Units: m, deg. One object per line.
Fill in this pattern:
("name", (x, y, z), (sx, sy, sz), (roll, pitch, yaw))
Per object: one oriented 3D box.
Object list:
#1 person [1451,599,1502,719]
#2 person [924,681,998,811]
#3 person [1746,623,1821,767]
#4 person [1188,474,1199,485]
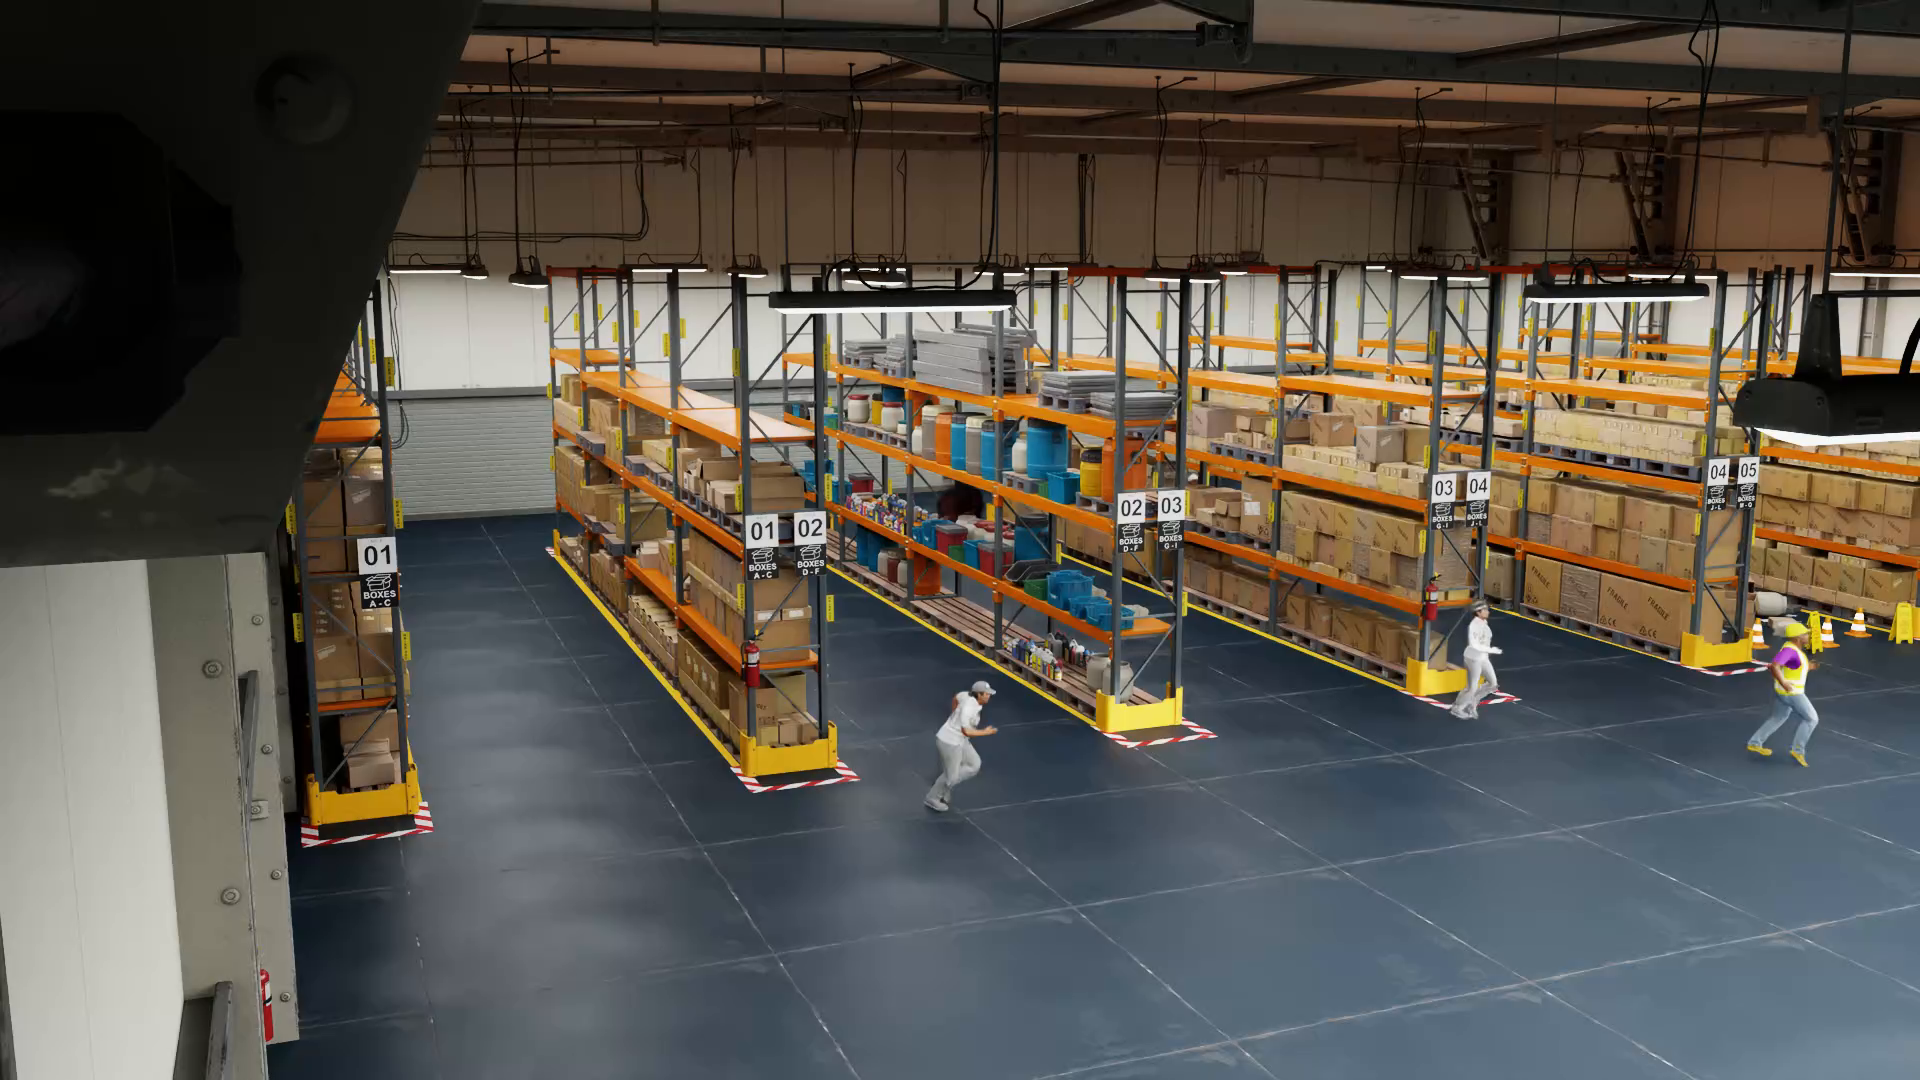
("person", (7.034, 1.617, 22.542), (0.641, 1.680, 0.622), (7, 12, 33))
("person", (0.018, 2.326, 18.985), (0.854, 1.518, 0.629), (1, 10, 8))
("person", (10.276, 1.917, 20.708), (0.778, 1.820, 0.677), (3, 10, 16))
("person", (4.765, -0.486, 34.162), (0.736, 1.755, 0.956), (-5, 11, -28))
